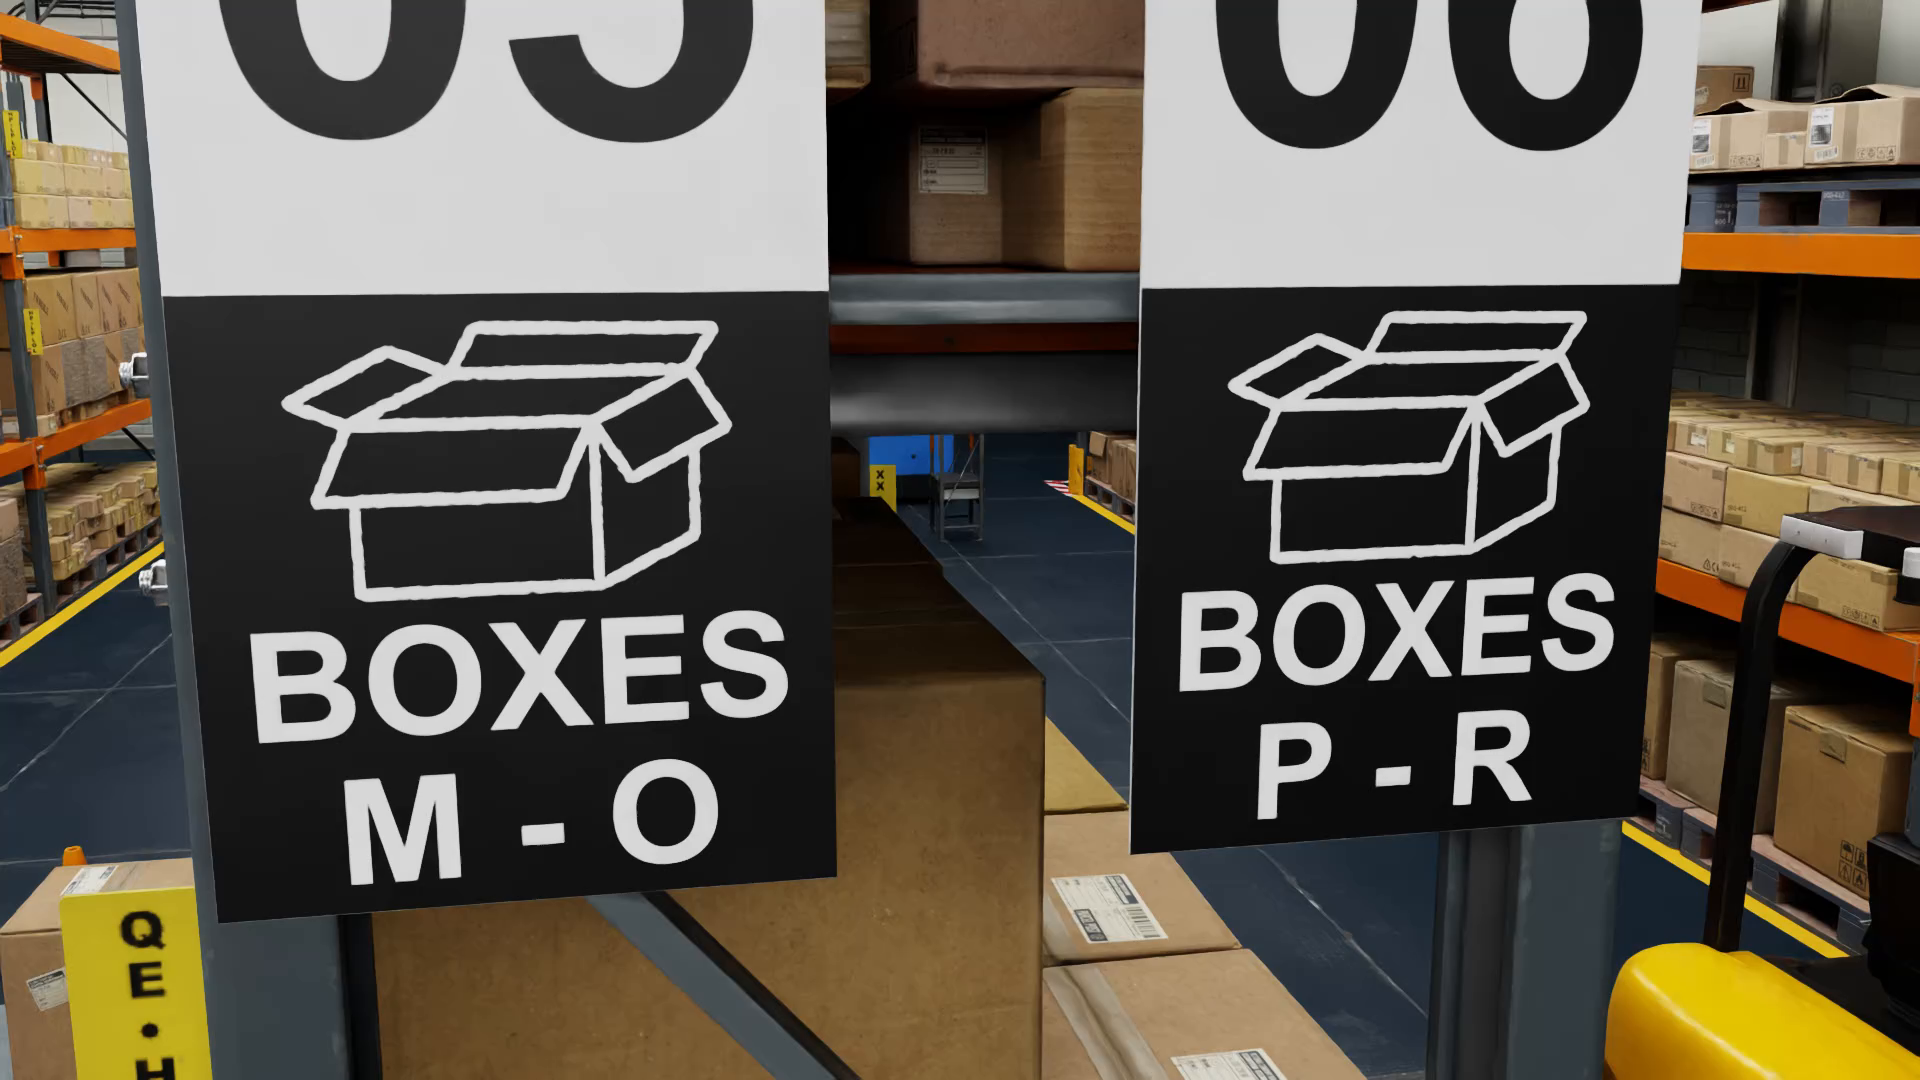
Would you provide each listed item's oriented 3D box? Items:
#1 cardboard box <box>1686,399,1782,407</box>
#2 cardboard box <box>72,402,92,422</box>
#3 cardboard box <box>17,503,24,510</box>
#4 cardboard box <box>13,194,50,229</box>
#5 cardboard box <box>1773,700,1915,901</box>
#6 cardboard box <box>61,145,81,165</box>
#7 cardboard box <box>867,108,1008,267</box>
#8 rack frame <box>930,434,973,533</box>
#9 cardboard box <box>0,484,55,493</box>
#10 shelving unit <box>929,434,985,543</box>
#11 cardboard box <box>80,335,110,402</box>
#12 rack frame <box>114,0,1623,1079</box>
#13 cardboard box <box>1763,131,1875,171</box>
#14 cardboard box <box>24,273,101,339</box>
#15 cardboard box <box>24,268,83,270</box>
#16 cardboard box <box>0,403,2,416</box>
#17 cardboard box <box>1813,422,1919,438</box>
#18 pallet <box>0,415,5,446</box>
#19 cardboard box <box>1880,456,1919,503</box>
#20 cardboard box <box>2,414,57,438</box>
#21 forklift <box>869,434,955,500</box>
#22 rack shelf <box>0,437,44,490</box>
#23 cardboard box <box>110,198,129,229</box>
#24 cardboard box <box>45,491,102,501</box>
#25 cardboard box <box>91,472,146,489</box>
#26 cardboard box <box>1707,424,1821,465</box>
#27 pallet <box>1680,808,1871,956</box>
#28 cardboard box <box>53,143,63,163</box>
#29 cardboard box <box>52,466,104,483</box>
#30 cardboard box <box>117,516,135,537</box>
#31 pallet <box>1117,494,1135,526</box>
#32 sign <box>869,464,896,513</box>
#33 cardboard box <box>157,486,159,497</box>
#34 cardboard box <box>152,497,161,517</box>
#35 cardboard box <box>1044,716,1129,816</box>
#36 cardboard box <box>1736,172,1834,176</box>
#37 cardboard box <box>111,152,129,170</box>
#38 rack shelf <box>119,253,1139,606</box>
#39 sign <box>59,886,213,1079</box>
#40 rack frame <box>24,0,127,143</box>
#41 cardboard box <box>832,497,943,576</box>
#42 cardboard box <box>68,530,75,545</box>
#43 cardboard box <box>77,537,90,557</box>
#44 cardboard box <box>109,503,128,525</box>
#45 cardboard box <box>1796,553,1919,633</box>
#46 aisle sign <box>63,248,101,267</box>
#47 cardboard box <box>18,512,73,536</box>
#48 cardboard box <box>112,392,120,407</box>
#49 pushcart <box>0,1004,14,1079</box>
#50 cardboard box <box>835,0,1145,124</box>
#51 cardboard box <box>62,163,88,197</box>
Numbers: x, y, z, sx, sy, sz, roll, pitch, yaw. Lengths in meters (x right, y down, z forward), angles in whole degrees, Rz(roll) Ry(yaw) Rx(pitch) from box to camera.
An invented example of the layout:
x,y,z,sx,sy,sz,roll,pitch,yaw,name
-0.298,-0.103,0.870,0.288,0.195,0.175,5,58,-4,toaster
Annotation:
x,y,z,sx,sy,sz,roll,pitch,yaw,name
3.942,-0.631,8.485,0.380,0.149,0.250,-2,11,-12,cardboard box
-7.167,-1.029,13.254,0.380,0.149,0.250,-2,11,-10,cardboard box
-7.617,-0.194,13.102,0.380,0.149,0.250,-2,11,-9,cardboard box
-7.005,-2.393,12.125,0.500,0.250,0.500,-2,11,-8,cardboard box
3.973,1.054,6.865,0.875,0.625,0.625,-2,11,-8,cardboard box
-7.202,-3.045,13.147,0.380,0.149,0.250,-2,11,-8,cardboard box
0.111,-0.364,1.736,0.380,0.149,0.250,-2,11,-13,cardboard box
-0.080,-1.107,15.395,0.400,2.100,0.015,-2,11,-11,rack frame
-7.908,-0.381,14.087,0.380,0.149,0.250,-2,11,-10,cardboard box
-0.032,-1.062,15.160,0.431,2.100,0.503,-2,11,-11,shelving unit
-7.189,-1.378,13.351,0.500,0.500,0.500,-2,11,-12,cardboard box
-0.004,1.104,1.375,1.000,3.000,0.127,-2,11,-11,rack frame
3.574,-1.607,6.878,0.380,0.149,0.250,-2,11,-11,cardboard box
-7.206,-1.865,13.234,0.500,0.500,0.500,-2,11,-10,cardboard box
-8.021,-2.134,14.651,0.500,0.500,0.500,-2,11,-9,cardboard box
-6.903,-0.916,11.535,0.380,0.149,0.250,-2,11,-12,cardboard box
4.086,-0.441,7.488,0.380,0.149,0.250,-2,11,-11,cardboard box
-7.168,-0.659,11.149,1.003,0.211,1.213,-2,11,-11,pallet
3.802,-0.233,6.398,0.380,0.149,0.250,-2,11,-9,cardboard box
-6.908,-0.839,12.254,0.380,0.149,0.250,-2,11,-9,cardboard box
-0.929,-2.076,18.262,1.130,2.935,3.031,-3,11,-15,forklift
-6.785,-0.178,10.035,1.077,0.370,4.000,-2,11,-11,rack shelf
-7.414,-2.774,14.125,0.500,0.250,0.500,-2,11,-9,cardboard box
-7.307,-0.308,13.704,0.380,0.149,0.250,-3,11,-13,cardboard box
-7.445,-0.502,14.720,0.380,0.149,0.250,-3,11,-13,cardboard box
3.567,-0.421,7.382,0.380,0.149,0.250,-2,11,-12,cardboard box
3.904,1.425,7.145,1.003,0.211,1.213,-2,11,-11,pallet
-7.194,-2.993,12.875,0.380,0.149,0.250,-2,11,-13,cardboard box
-8.012,-0.576,15.109,0.380,0.149,0.250,-2,11,-10,cardboard box
-7.323,-0.114,14.274,0.380,0.149,0.250,-2,11,-10,cardboard box
2.157,-0.259,15.991,1.003,0.211,1.213,-2,11,-11,pallet
-0.251,-0.076,5.260,0.100,0.325,0.005,-2,11,-11,sign
-7.571,-0.448,15.233,0.380,0.149,0.250,-2,11,-12,cardboard box
-7.496,-0.306,15.281,0.380,0.149,0.250,-2,11,-9,cardboard box
-0.029,0.623,2.837,0.500,0.500,0.500,-2,11,-12,cardboard box
3.797,-1.771,7.692,0.380,0.166,0.250,-2,11,-11,cardboard box
-7.439,-3.283,14.398,0.380,0.149,0.250,-2,11,-10,cardboard box
-0.393,-0.383,3.089,1.077,0.370,4.000,-2,11,-11,rack shelf
-0.553,0.396,1.151,0.100,0.325,0.005,-2,11,-11,sign
-7.952,-4.579,15.189,1.000,3.000,0.127,-2,11,-11,rack frame
-0.409,0.238,2.184,0.700,0.500,0.500,-2,11,-10,cardboard box
-7.151,-0.015,12.960,0.380,0.149,0.250,-2,11,-11,cardboard box
-7.179,0.080,13.256,0.380,0.149,0.250,-2,11,-12,cardboard box
-7.241,-0.211,13.988,0.380,0.149,0.250,-2,11,-10,cardboard box
3.731,0.180,6.631,0.500,0.250,0.500,-2,11,-10,cardboard box
-8.260,-2.912,15.520,0.394,0.787,0.004,-2,11,-11,aisle sign
-7.033,-0.120,12.715,0.380,0.149,0.250,-2,11,-8,cardboard box
-7.447,-1.220,14.255,0.380,0.149,0.250,-3,11,-13,cardboard box
-3.009,1.750,4.991,1.648,0.377,0.936,-6,13,-31,pushcart
0.159,-0.544,1.616,0.500,0.250,0.500,-2,11,-12,cardboard box
-7.209,-2.825,13.060,0.500,0.250,0.500,-2,11,-10,cardboard box
